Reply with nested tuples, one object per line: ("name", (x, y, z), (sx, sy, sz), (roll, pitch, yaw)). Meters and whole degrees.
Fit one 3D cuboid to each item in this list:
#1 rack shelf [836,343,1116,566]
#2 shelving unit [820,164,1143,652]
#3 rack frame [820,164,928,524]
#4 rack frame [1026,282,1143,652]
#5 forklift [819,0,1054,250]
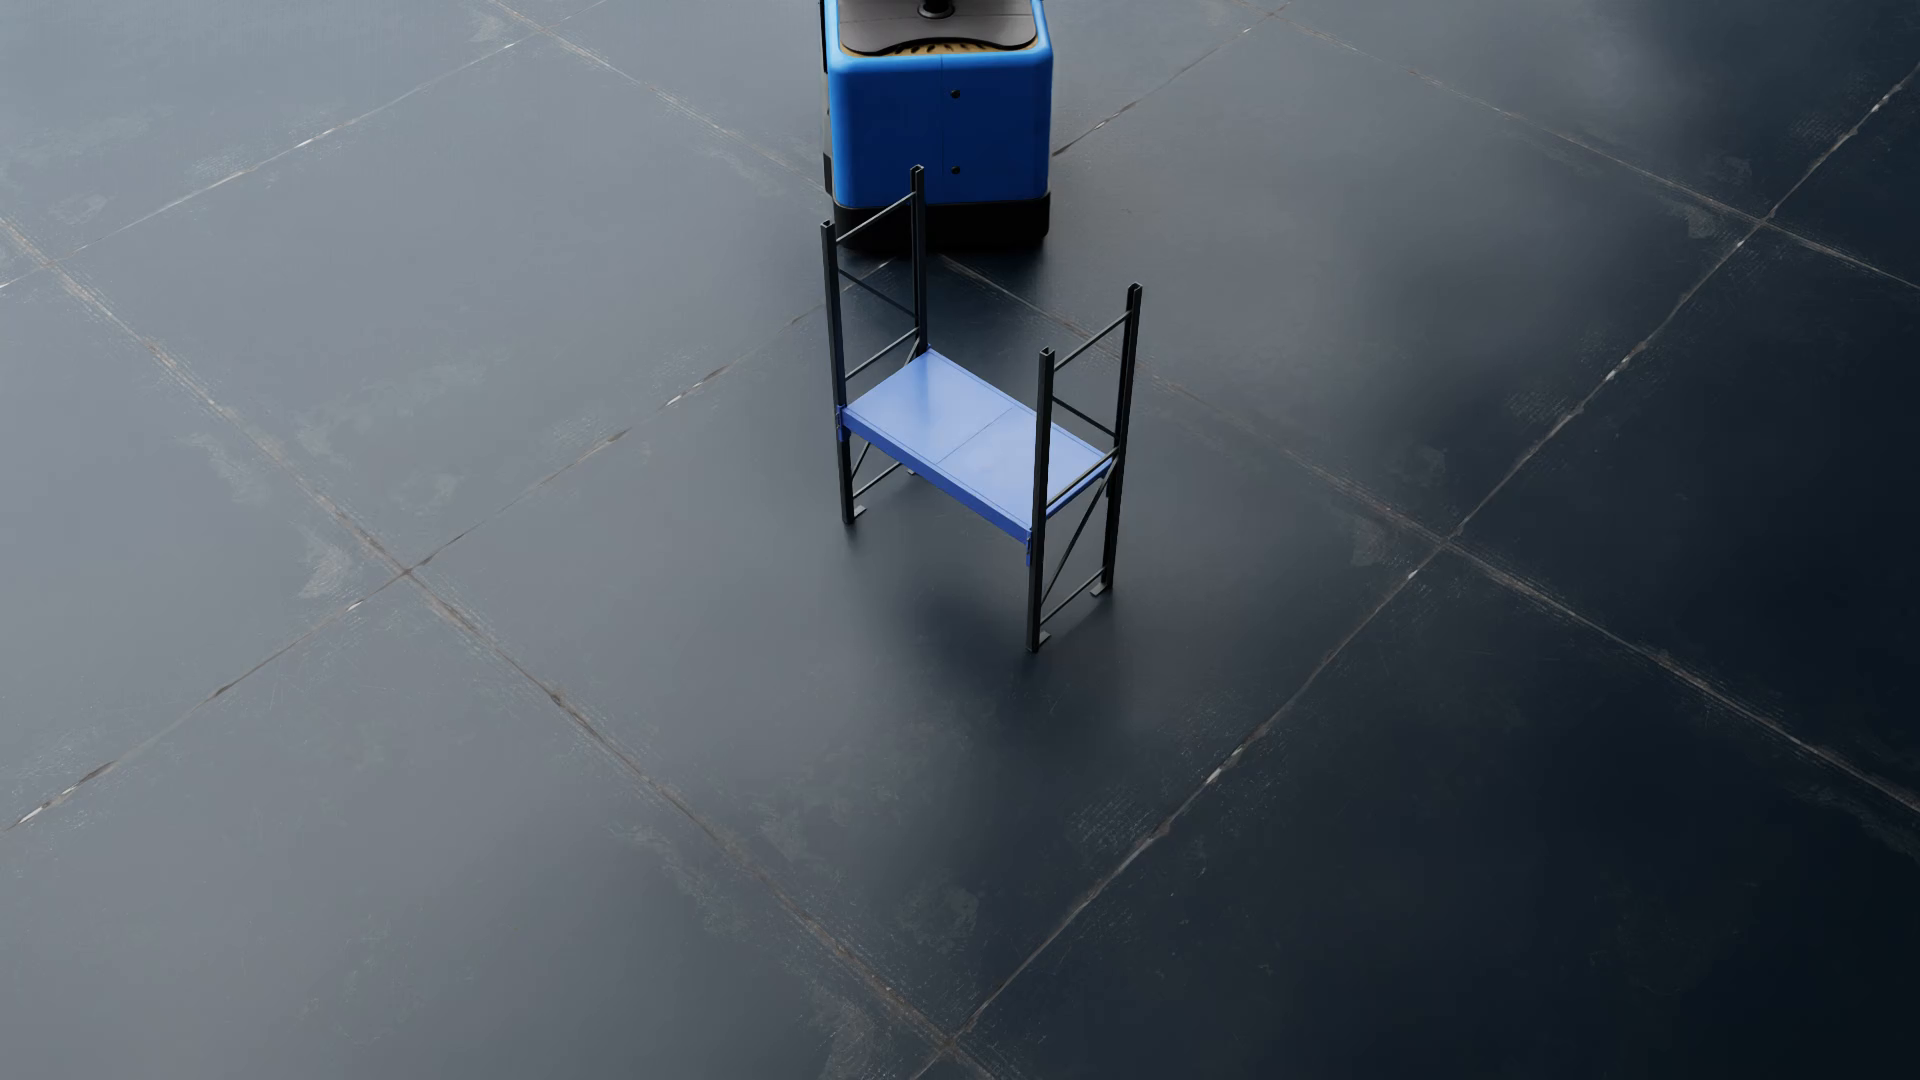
("rack shelf", (0.063, -0.348, 6.403), (1.000, 0.185, 0.538), (34, 55, 28))
("shelving unit", (0.063, -0.471, 6.272), (1.048, 1.500, 0.538), (34, 55, 28))
("rack frame", (-0.311, -0.723, 6.508), (0.032, 1.500, 0.500), (34, 55, 28))
("rack frame", (0.436, -0.220, 6.036), (0.032, 1.500, 0.500), (34, 55, 28))
("forklift", (-0.199, -3.488, 8.123), (1.130, 2.935, 3.031), (-3, 47, -3))
